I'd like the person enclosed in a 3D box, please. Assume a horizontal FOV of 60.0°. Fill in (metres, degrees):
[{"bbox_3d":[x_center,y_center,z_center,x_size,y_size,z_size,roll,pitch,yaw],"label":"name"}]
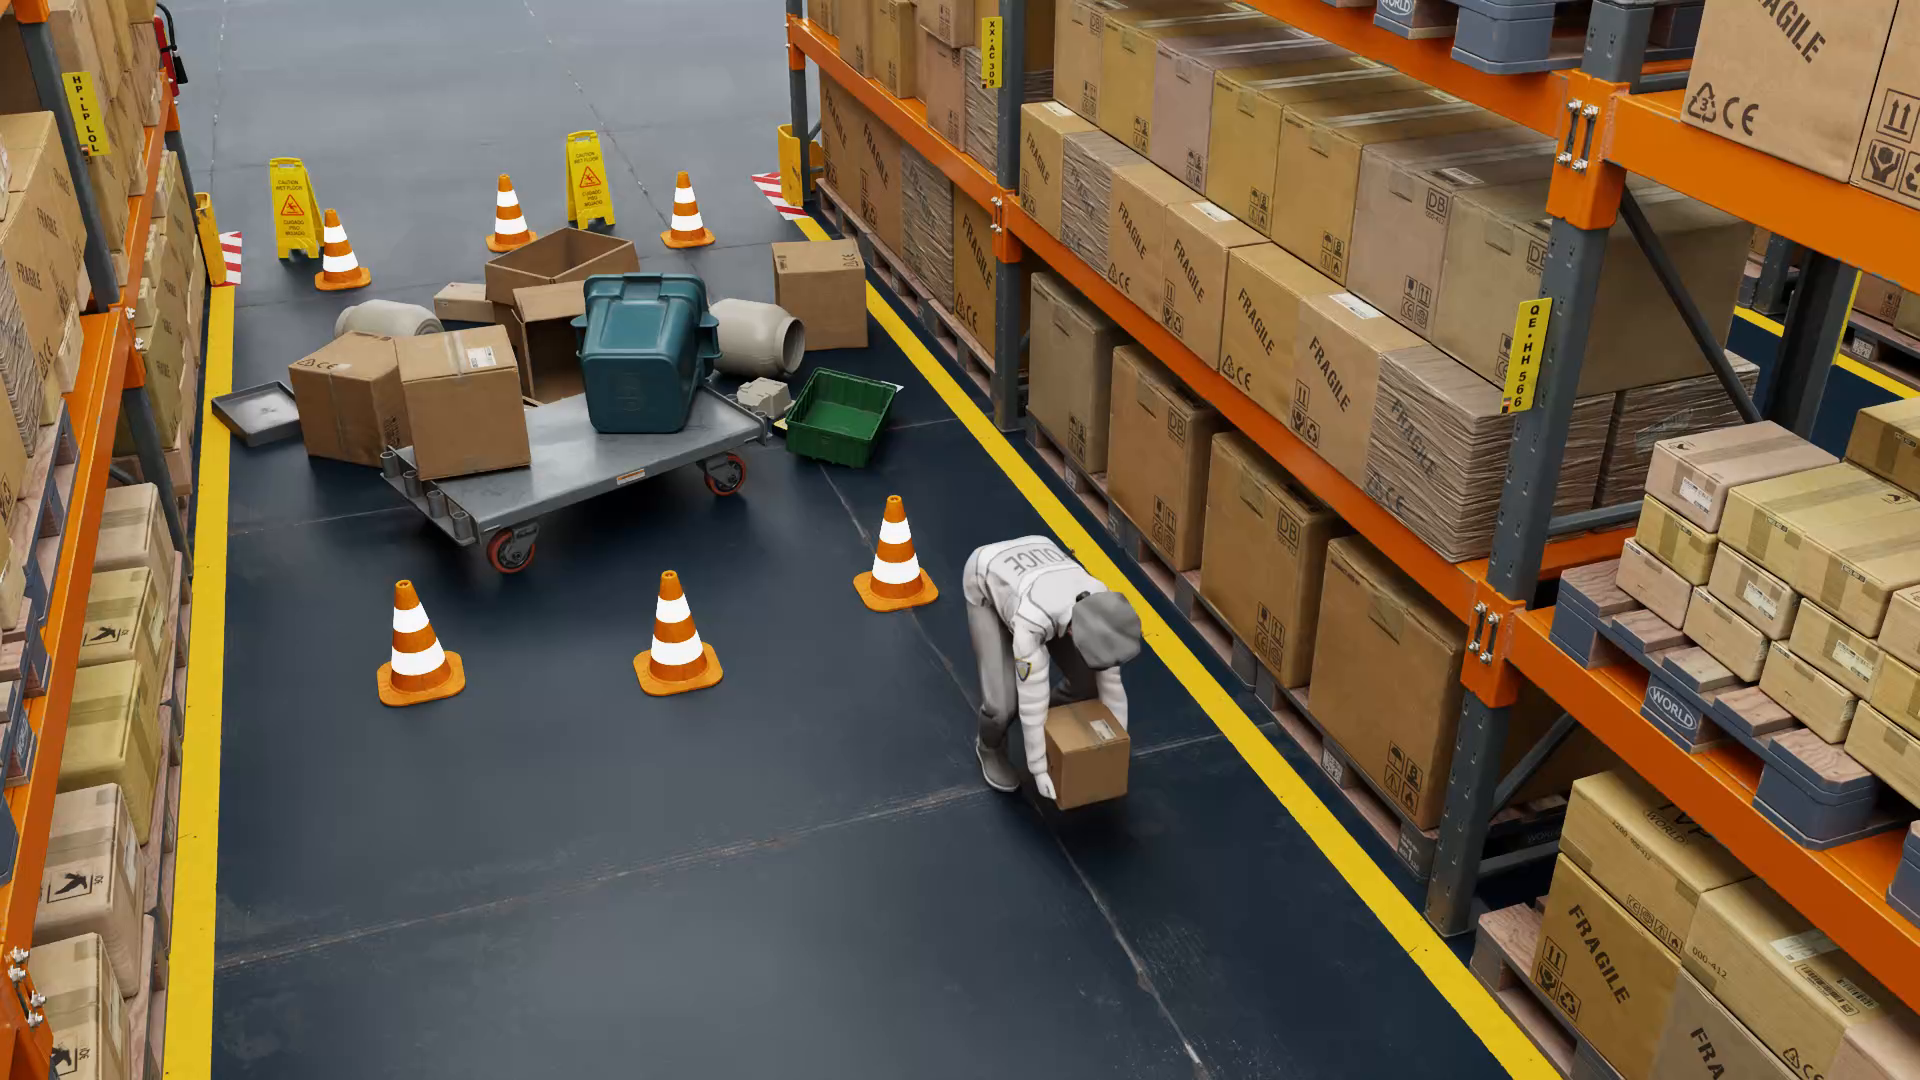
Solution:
[{"bbox_3d":[0.321,0.318,5.816,0.413,1.434,0.795,-12,32,-19],"label":"person"}]
